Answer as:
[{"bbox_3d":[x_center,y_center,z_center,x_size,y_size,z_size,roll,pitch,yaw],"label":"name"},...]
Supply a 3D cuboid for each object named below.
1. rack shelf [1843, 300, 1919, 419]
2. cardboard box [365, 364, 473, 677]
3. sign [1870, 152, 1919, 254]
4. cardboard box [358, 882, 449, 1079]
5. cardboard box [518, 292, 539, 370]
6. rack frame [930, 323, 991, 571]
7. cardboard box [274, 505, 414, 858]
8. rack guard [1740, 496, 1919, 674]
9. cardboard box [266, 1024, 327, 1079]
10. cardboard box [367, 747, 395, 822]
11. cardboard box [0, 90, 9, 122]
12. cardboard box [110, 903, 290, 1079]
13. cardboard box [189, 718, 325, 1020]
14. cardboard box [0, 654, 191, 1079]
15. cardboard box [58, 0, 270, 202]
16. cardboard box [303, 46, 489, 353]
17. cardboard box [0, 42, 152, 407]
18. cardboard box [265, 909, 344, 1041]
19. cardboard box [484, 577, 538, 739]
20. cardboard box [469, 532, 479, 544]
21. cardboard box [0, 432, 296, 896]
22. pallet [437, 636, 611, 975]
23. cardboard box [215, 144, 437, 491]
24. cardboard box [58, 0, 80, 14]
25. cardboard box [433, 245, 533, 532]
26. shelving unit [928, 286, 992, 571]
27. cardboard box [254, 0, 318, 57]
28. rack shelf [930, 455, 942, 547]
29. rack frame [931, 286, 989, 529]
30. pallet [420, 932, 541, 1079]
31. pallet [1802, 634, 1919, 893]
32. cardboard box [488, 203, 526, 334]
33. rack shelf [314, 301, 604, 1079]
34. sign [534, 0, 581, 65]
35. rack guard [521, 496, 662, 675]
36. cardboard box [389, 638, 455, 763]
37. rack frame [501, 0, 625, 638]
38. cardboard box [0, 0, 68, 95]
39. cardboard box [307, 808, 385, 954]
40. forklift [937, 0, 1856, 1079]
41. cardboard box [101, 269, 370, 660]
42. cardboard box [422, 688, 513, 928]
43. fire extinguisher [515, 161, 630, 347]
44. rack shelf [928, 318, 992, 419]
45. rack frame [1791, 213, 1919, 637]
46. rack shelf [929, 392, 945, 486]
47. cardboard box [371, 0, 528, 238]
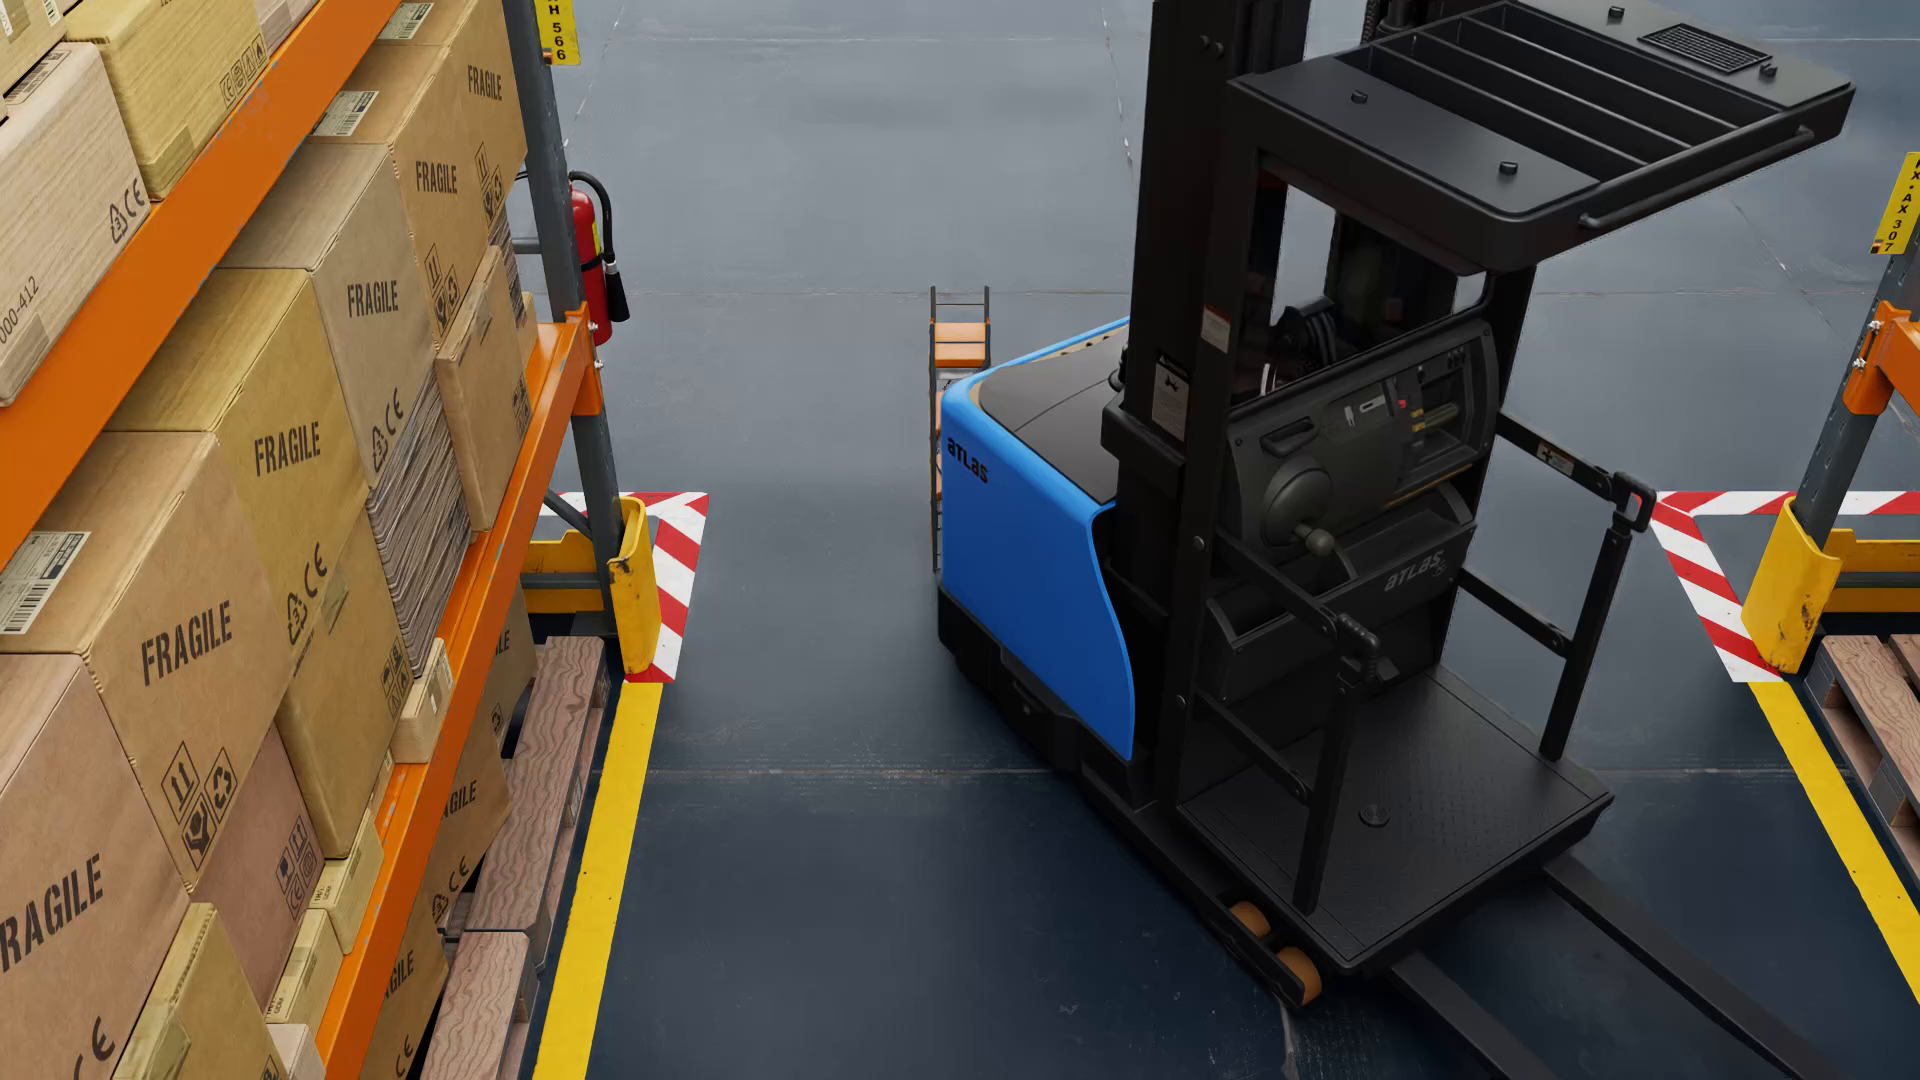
[{"bbox_3d":[3.312,0.661,3.602,1.077,0.370,4.000,0,39,0],"label":"rack shelf"},{"bbox_3d":[-1.592,-0.052,3.599,0.875,0.500,0.500,0,39,0],"label":"cardboard box"},{"bbox_3d":[2.760,-0.981,4.854,0.100,0.325,0.005,0,39,0],"label":"sign"},{"bbox_3d":[-1.642,1.101,4.141,0.500,0.500,0.500,3,39,4],"label":"cardboard box"},{"bbox_3d":[-1.436,-0.591,4.789,0.380,0.149,0.250,0,39,0],"label":"cardboard box"},{"bbox_3d":[0.000,-0.300,5.785,0.200,1.050,0.008,0,39,0],"label":"rack frame"},{"bbox_3d":[-1.603,0.260,3.209,0.875,0.500,0.500,0,39,0],"label":"cardboard box"},{"bbox_3d":[3.357,0.153,5.660,1.175,0.500,0.348,0,39,0],"label":"rack guard"},{"bbox_3d":[-1.322,0.973,2.838,0.380,0.149,0.250,0,39,0],"label":"cardboard box"},{"bbox_3d":[-1.399,0.504,3.424,0.380,0.149,0.250,0,39,0],"label":"cardboard box"},{"bbox_3d":[-1.335,-0.492,1.868,0.380,0.149,0.250,-1,39,-1],"label":"cardboard box"},{"bbox_3d":[-1.542,0.886,2.429,0.875,0.500,0.500,0,39,0],"label":"cardboard box"},{"bbox_3d":[-1.644,0.573,2.819,0.875,0.500,0.500,0,39,0],"label":"cardboard box"},{"bbox_3d":[-1.387,0.495,2.116,0.500,0.500,0.500,0,39,0],"label":"cardboard box"},{"bbox_3d":[-1.387,-0.730,2.484,0.500,0.250,0.500,-1,39,-1],"label":"cardboard box"},{"bbox_3d":[-1.389,-0.755,3.677,0.500,0.500,0.500,0,39,0],"label":"cardboard box"},{"bbox_3d":[-1.378,-0.400,2.072,0.500,0.250,0.500,-1,39,-2],"label":"cardboard box"},{"bbox_3d":[-1.364,0.816,3.033,0.380,0.149,0.250,0,39,0],"label":"cardboard box"},{"bbox_3d":[-1.659,0.335,5.096,0.500,0.500,0.500,7,39,8],"label":"cardboard box"},{"bbox_3d":[-1.400,-0.122,4.204,0.380,0.149,0.250,0,39,0],"label":"cardboard box"},{"bbox_3d":[-1.387,0.183,2.506,0.500,0.500,0.500,0,39,0],"label":"cardboard box"},{"bbox_3d":[-1.677,0.777,5.112,1.003,0.211,1.213,0,39,0],"label":"pallet"},{"bbox_3d":[-1.391,-0.443,3.287,0.500,0.500,0.500,0,39,0],"label":"cardboard box"},{"bbox_3d":[-1.404,-0.813,2.268,0.380,0.149,0.250,1,39,1],"label":"cardboard box"},{"bbox_3d":[-1.549,-0.365,3.989,0.875,0.500,0.500,0,39,0],"label":"cardboard box"},{"bbox_3d":[0.000,-0.376,5.880,0.215,1.050,0.252,0,39,0],"label":"shelving unit"},{"bbox_3d":[-1.393,-1.045,2.876,0.500,0.250,0.500,1,39,1],"label":"cardboard box"},{"bbox_3d":[0.000,-0.151,6.060,0.215,0.259,0.240,0,39,0],"label":"rack shelf"},{"bbox_3d":[0.000,-0.453,5.975,0.200,1.050,0.008,0,39,0],"label":"rack frame"},{"bbox_3d":[-1.679,1.538,4.162,1.003,0.211,1.213,0,39,0],"label":"pallet"},{"bbox_3d":[3.353,0.773,5.116,1.003,0.211,1.213,0,39,0],"label":"pallet"},{"bbox_3d":[-1.670,-0.678,4.379,0.875,0.500,0.500,0,39,0],"label":"cardboard box"},{"bbox_3d":[-1.641,0.665,3.597,1.077,0.370,4.000,0,39,0],"label":"rack shelf"},{"bbox_3d":[-1.088,-1.430,4.457,0.100,0.325,0.005,0,39,0],"label":"sign"},{"bbox_3d":[-1.643,0.156,5.655,1.175,0.500,0.348,0,39,0],"label":"rack guard"},{"bbox_3d":[-1.329,0.347,3.619,0.380,0.149,0.250,0,39,0],"label":"cardboard box"},{"bbox_3d":[-1.643,-0.867,4.933,1.000,3.000,0.127,0,39,0],"label":"rack frame"},{"bbox_3d":[-1.370,-0.652,2.067,0.380,0.149,0.250,-1,39,-1],"label":"cardboard box"},{"bbox_3d":[-1.353,0.660,3.229,0.380,0.149,0.250,0,39,0],"label":"cardboard box"},{"bbox_3d":[1.174,-0.191,4.145,1.130,2.935,3.031,-23,44,-26],"label":"forklift"},{"bbox_3d":[-1.399,-0.130,2.896,0.500,0.500,0.500,0,39,0],"label":"cardboard box"},{"bbox_3d":[-1.624,0.709,4.629,0.500,0.500,0.500,10,40,12],"label":"cardboard box"},{"bbox_3d":[-1.182,-0.908,5.047,0.296,0.674,0.183,0,39,0],"label":"fire extinguisher"},{"bbox_3d":[0.000,-0.589,5.709,0.215,0.259,0.240,0,39,0],"label":"rack shelf"},{"bbox_3d":[3.310,-0.870,4.937,1.000,3.000,0.127,0,39,0],"label":"rack frame"},{"bbox_3d":[0.000,-0.368,5.887,0.215,0.259,0.240,0,39,0],"label":"rack shelf"},{"bbox_3d":[-1.395,-1.068,4.067,0.500,0.500,0.500,0,39,0],"label":"cardboard box"}]
